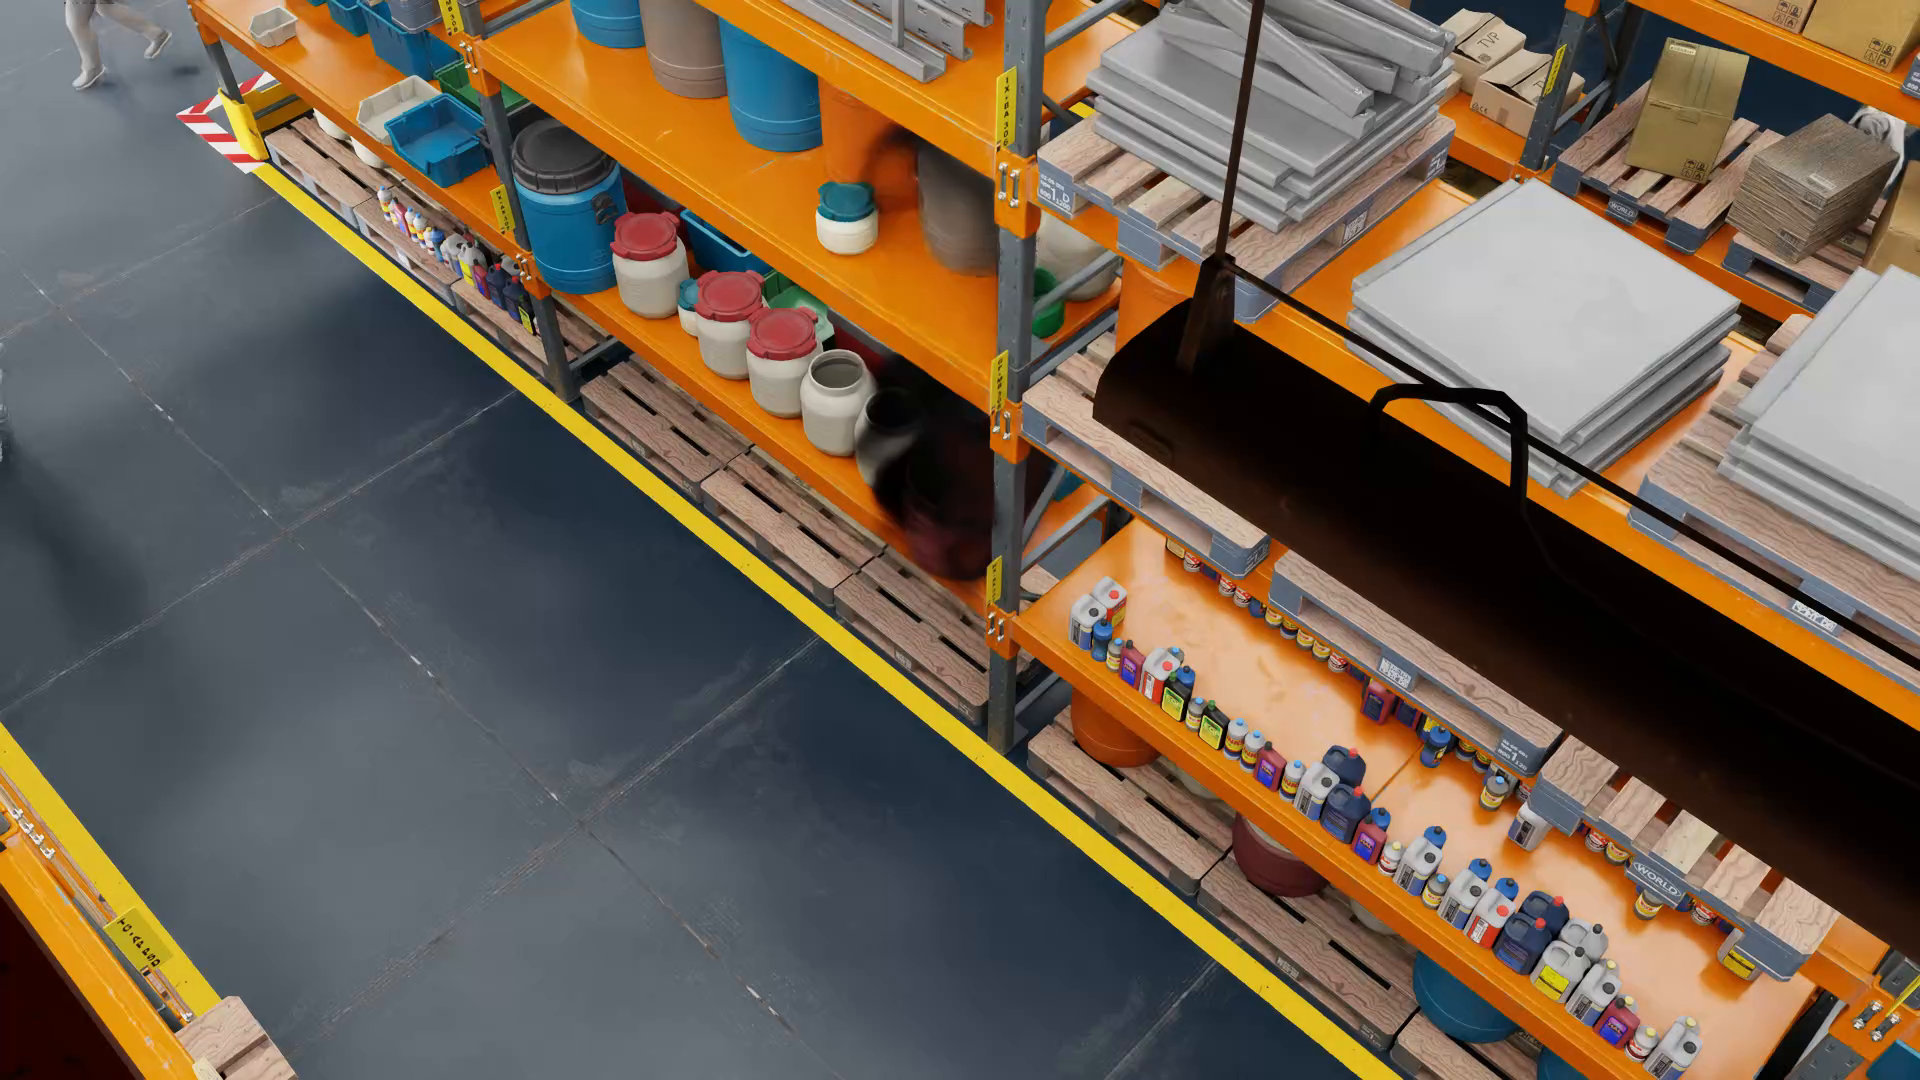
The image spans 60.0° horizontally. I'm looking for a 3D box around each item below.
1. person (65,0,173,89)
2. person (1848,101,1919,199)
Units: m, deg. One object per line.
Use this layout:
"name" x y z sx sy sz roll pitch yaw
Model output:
"person" -6.826 -4.409 12.983 0.860 1.732 0.559 -20 53 -16
"person" 6.191 -2.450 11.298 0.950 1.784 0.658 33 57 24
